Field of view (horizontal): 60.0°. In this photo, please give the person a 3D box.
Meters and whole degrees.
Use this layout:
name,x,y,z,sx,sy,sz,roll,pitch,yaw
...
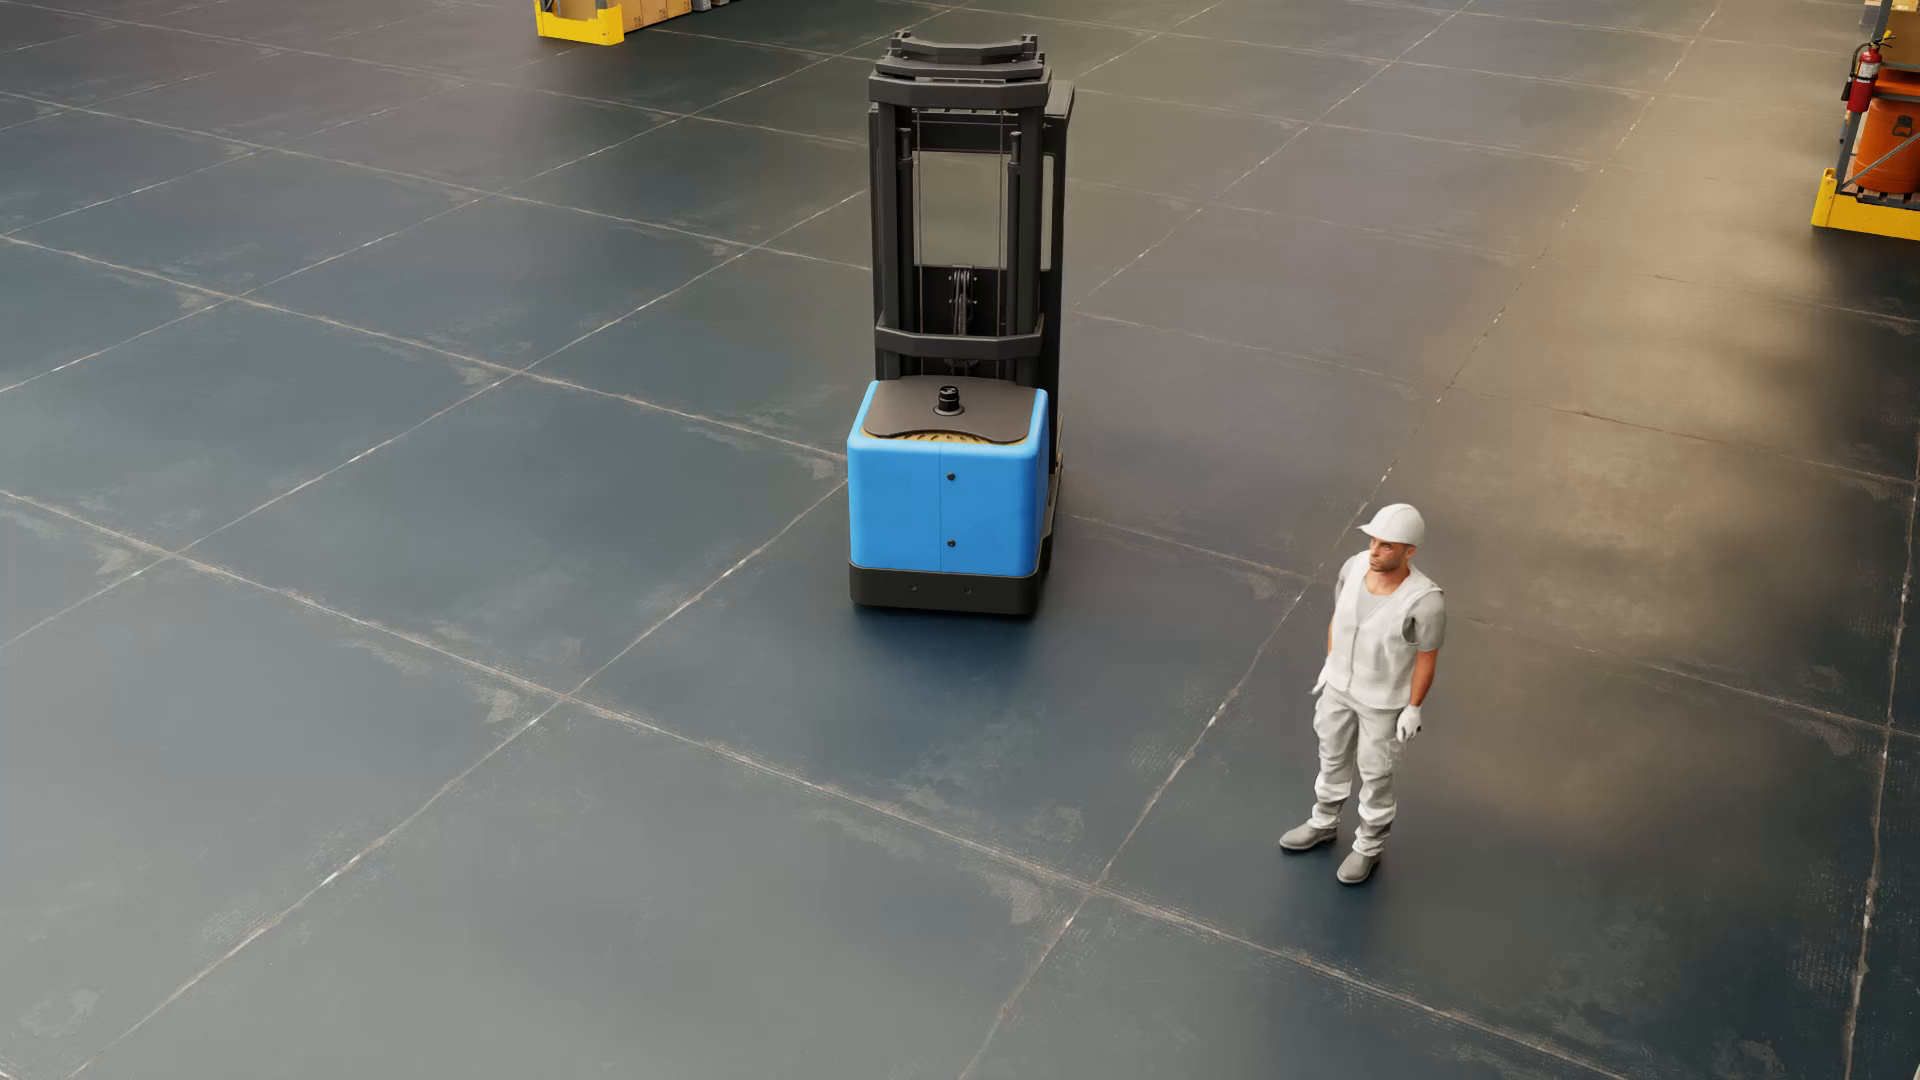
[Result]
name,x,y,z,sx,sy,sz,roll,pitch,yaw
person,1.731,0.655,7.078,0.368,1.795,0.525,-23,37,-35

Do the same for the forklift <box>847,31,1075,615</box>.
name,x,y,z,sx,sy,sz,roll,pitch,yaw
forklift,0.072,-1.572,9.794,1.130,2.935,3.031,3,30,6
